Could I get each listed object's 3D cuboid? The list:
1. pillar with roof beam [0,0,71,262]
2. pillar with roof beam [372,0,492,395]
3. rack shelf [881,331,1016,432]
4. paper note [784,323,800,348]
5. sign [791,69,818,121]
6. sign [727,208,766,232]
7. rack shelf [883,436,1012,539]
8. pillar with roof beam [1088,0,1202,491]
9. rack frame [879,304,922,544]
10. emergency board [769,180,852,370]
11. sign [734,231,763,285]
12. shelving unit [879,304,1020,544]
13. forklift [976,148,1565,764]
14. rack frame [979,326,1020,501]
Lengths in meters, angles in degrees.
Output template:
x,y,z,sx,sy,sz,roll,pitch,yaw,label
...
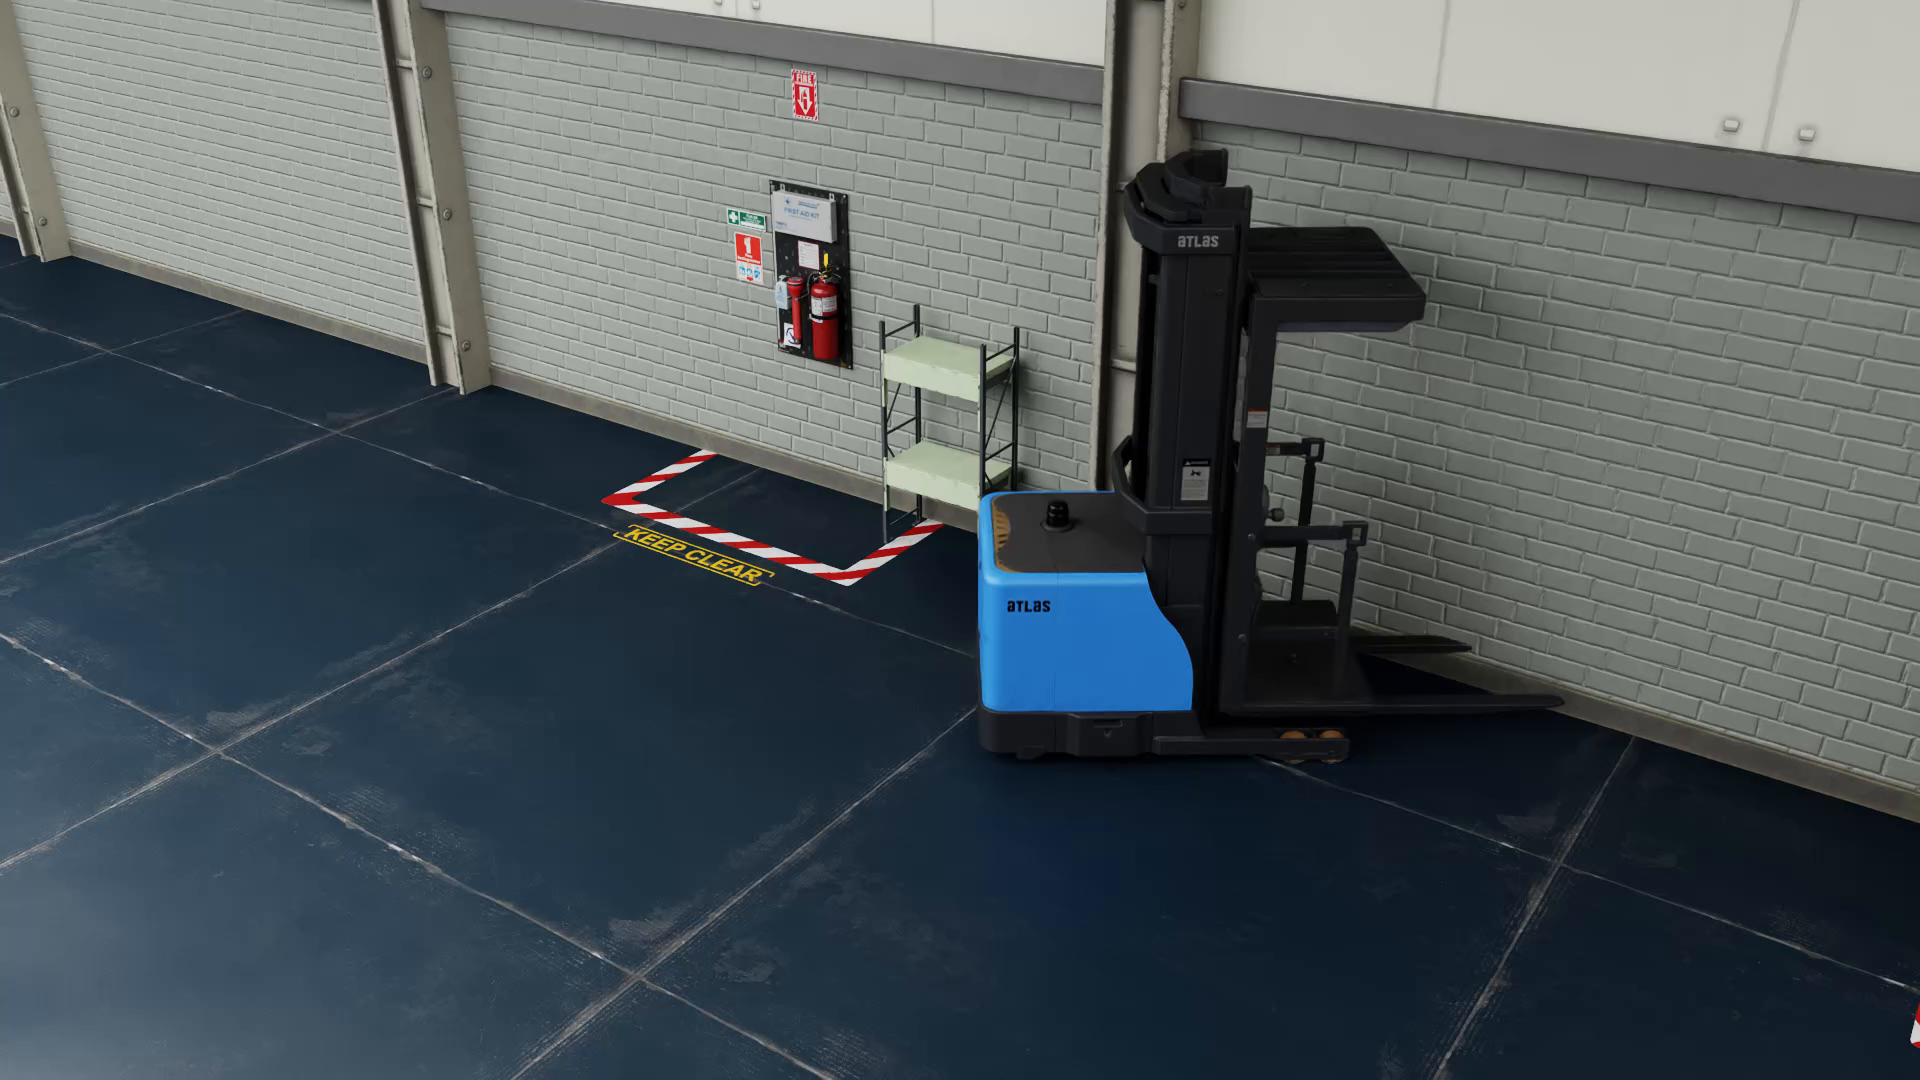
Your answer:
x,y,z,sx,sy,sz,roll,pitch,yaw,label
-11.326,-5.182,11.010,0.400,9.000,9.100,17,32,30,pillar with roof beam
-6.380,-3.641,7.983,0.400,9.000,9.100,17,32,30,pillar with roof beam
-0.066,-0.976,10.153,0.720,0.370,0.431,17,32,30,rack shelf
-1.120,-1.364,11.093,0.142,0.148,0.016,17,32,30,paper note
-0.963,-2.757,10.305,0.199,0.298,0.001,17,32,30,sign
-1.411,-2.113,10.971,0.331,0.109,0.001,17,32,30,sign
-0.066,-0.337,10.478,0.720,0.370,0.431,17,32,30,rack shelf
-1.435,-2.100,4.955,0.400,9.000,9.100,17,32,30,pillar with roof beam
-0.369,-0.721,10.512,0.023,1.500,0.400,17,32,30,rack frame
-1.013,-1.685,10.754,0.643,1.169,0.194,17,32,30,emergency board
-1.410,-1.881,11.100,0.234,0.329,0.001,17,32,30,sign
-0.066,-0.628,10.330,0.755,1.500,0.431,17,32,30,shelving unit
1.612,-0.404,8.312,3.031,2.935,1.130,0,27,-1,forklift
0.237,-0.535,10.147,0.023,1.500,0.400,17,32,30,rack frame
